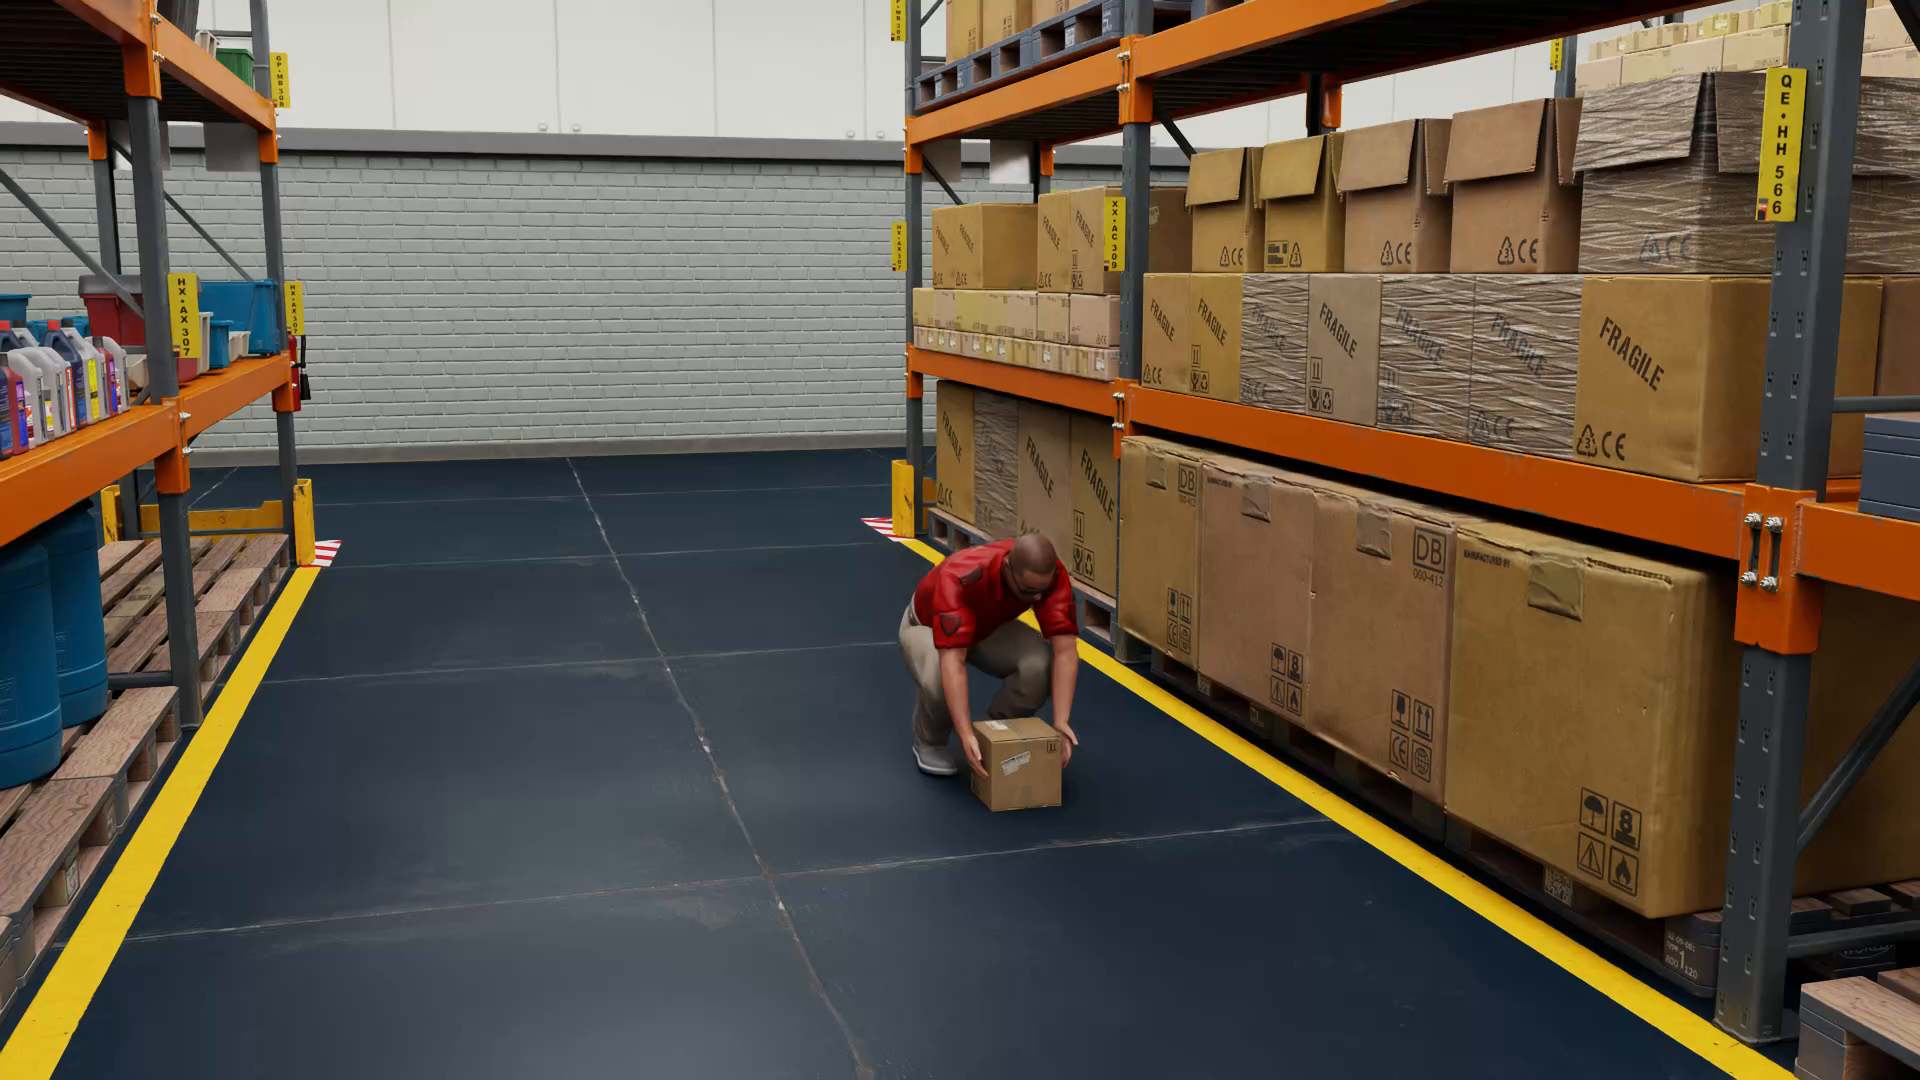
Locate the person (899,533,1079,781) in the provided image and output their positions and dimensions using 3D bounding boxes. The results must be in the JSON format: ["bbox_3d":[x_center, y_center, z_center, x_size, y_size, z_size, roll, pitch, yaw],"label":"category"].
[{"bbox_3d":[0.102,0.391,6.026,0.566,0.932,0.865,-3,10,-18],"label":"person"}]
